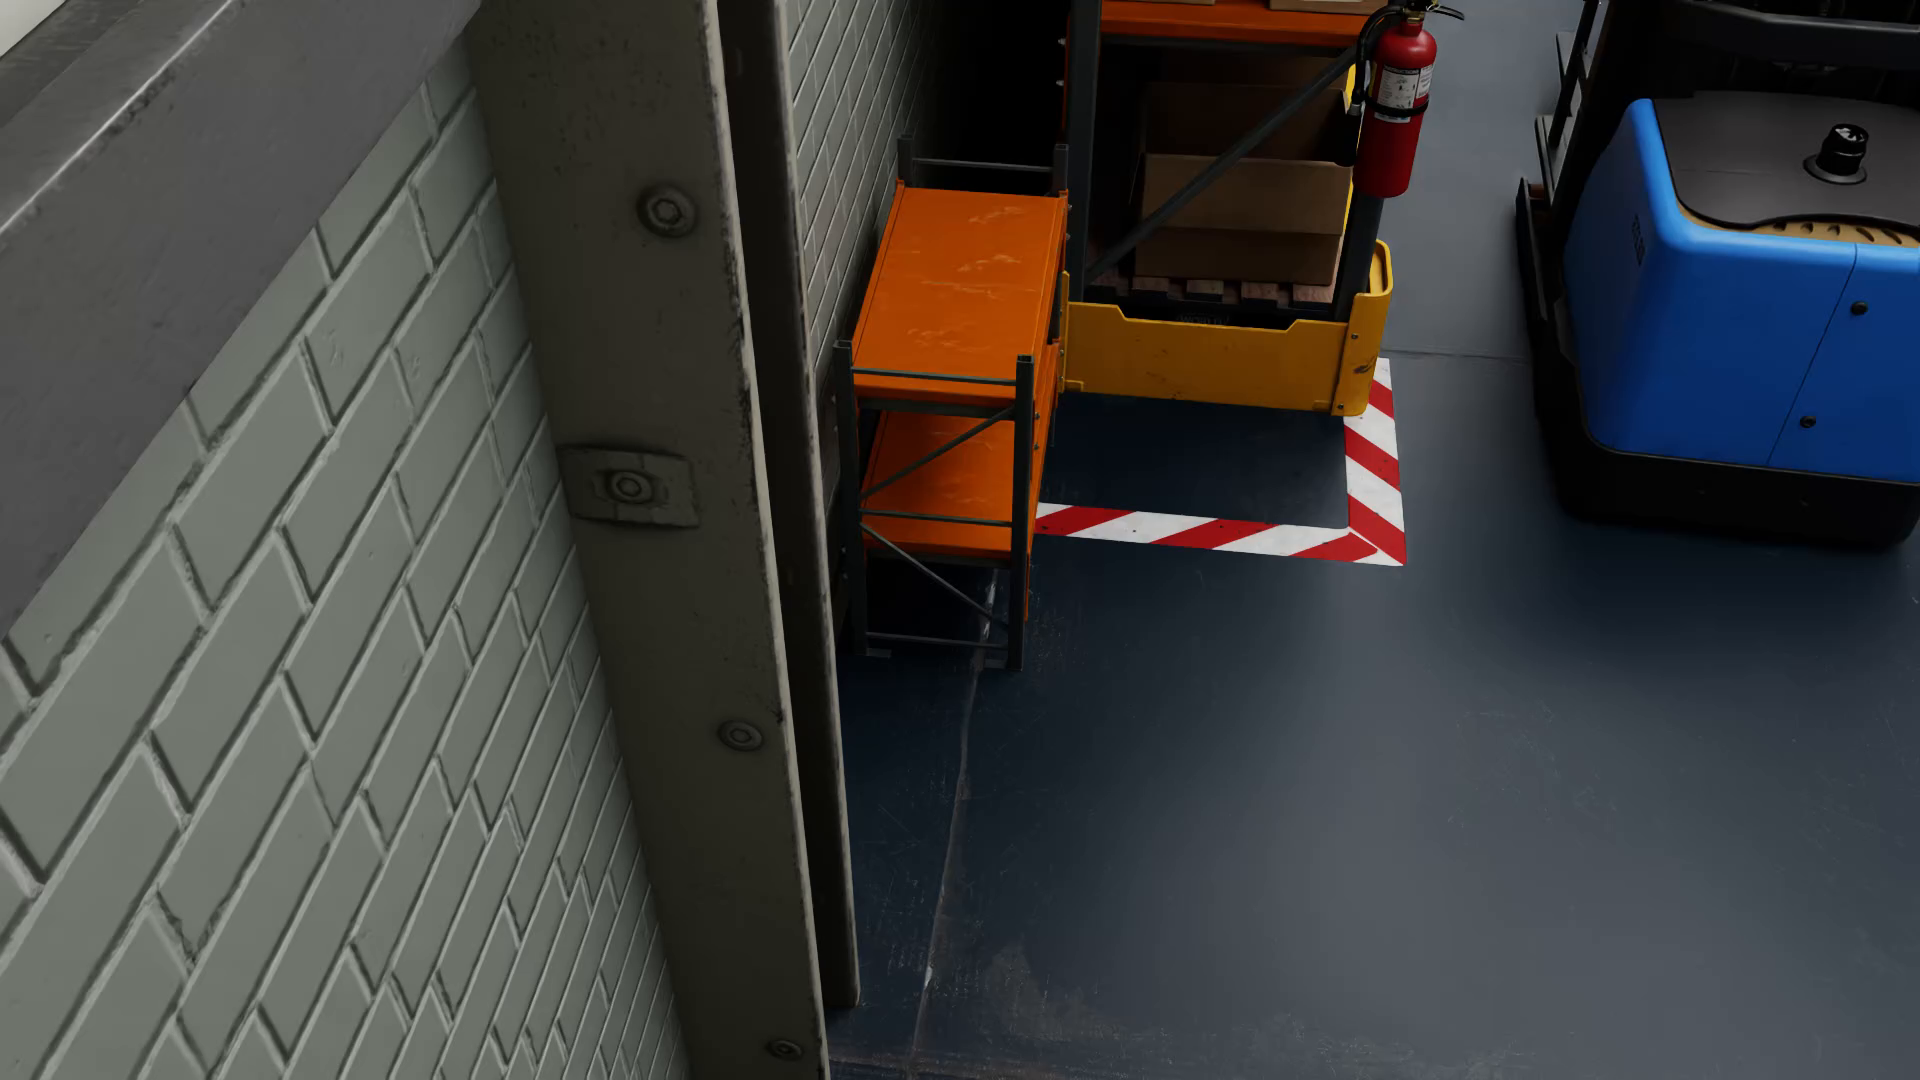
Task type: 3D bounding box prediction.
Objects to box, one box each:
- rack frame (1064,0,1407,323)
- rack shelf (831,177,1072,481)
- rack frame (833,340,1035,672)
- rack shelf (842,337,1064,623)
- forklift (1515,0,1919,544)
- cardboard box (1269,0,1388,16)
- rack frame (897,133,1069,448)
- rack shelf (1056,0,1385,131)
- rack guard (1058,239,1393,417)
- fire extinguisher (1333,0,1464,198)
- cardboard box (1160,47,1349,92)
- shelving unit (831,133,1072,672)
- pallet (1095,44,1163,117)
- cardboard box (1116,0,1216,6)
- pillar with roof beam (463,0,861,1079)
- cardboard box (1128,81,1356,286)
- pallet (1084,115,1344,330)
[{"bbox_3d":[0.827,-1.624,4.784,1.000,3.000,0.127,5,44,6],"label":"rack frame"},{"bbox_3d":[0.000,-0.617,4.657,0.538,0.278,1.000,5,44,5],"label":"rack shelf"},{"bbox_3d":[-0.066,-0.058,4.493,0.500,1.125,0.032,5,44,5],"label":"rack frame"},{"bbox_3d":[0.001,-0.227,5.027,0.538,0.278,1.000,5,44,5],"label":"rack shelf"},{"bbox_3d":[2.699,-2.077,5.312,1.130,2.935,3.031,7,44,7],"label":"forklift"},{"bbox_3d":[1.143,-1.732,5.080,0.380,0.149,0.250,5,44,5],"label":"cardboard box"},{"bbox_3d":[0.067,-0.751,5.225,0.500,1.125,0.032,5,44,5],"label":"rack frame"},{"bbox_3d":[1.092,-2.726,6.471,1.077,0.370,4.000,5,44,6],"label":"rack shelf"},{"bbox_3d":[0.837,-0.768,5.698,1.175,0.500,0.348,5,44,6],"label":"rack guard"},{"bbox_3d":[1.266,-1.319,4.788,0.296,0.674,0.183,5,44,6],"label":"fire extinguisher"},{"bbox_3d":[1.154,-1.856,6.542,0.700,0.500,0.500,7,44,7],"label":"cardboard box"},{"bbox_3d":[0.000,-0.404,4.859,0.538,1.125,1.048,5,44,5],"label":"shelving unit"},{"bbox_3d":[1.106,-2.036,7.247,1.003,0.211,1.213,5,44,6],"label":"pallet"},{"bbox_3d":[0.605,-1.783,5.135,0.380,0.149,0.250,5,44,5],"label":"cardboard box"},{"bbox_3d":[3.845,-1.656,0.454,9.100,9.000,0.400,5,44,6],"label":"pillar with roof beam"},{"bbox_3d":[1.002,-1.279,5.929,0.797,0.503,0.637,4,44,4],"label":"cardboard box"},{"bbox_3d":[0.942,-1.207,6.371,1.003,0.211,1.213,5,44,6],"label":"pallet"}]
